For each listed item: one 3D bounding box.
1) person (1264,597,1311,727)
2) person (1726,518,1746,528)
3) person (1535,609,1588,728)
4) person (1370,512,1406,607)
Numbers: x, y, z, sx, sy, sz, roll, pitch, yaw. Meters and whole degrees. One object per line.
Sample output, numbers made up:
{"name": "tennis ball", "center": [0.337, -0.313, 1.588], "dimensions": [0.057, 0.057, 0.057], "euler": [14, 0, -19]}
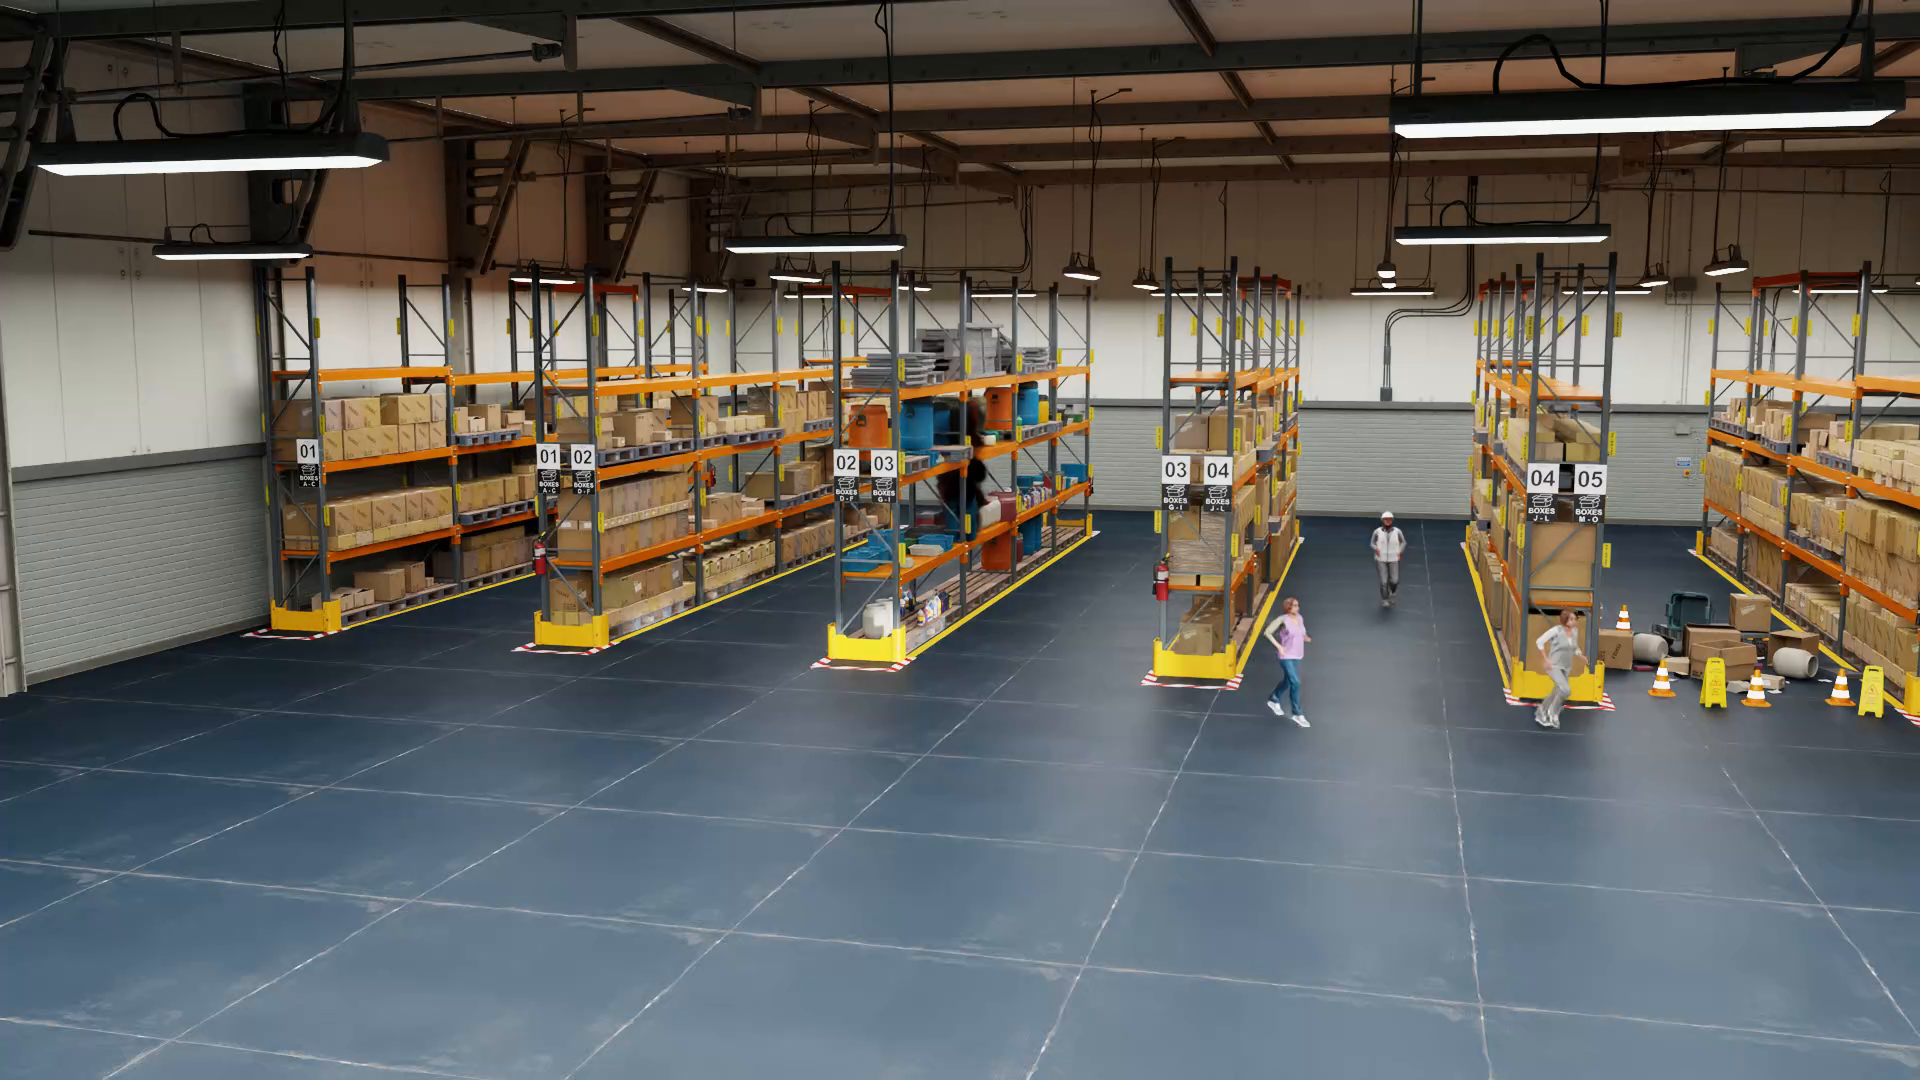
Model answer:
{"name": "person", "center": [4.176, 1.516, 21.153], "dimensions": [0.539, 1.618, 0.773], "euler": [-6, 9, -38]}
{"name": "person", "center": [17.757, -0.669, 37.958], "dimensions": [0.744, 1.729, 0.860], "euler": [-6, 9, -38]}
{"name": "person", "center": [7.511, 1.609, 20.841], "dimensions": [0.522, 1.532, 0.739], "euler": [-3, 8, -22]}
{"name": "person", "center": [7.678, 0.356, 29.839], "dimensions": [0.635, 1.727, 0.564], "euler": [2, 7, 12]}
